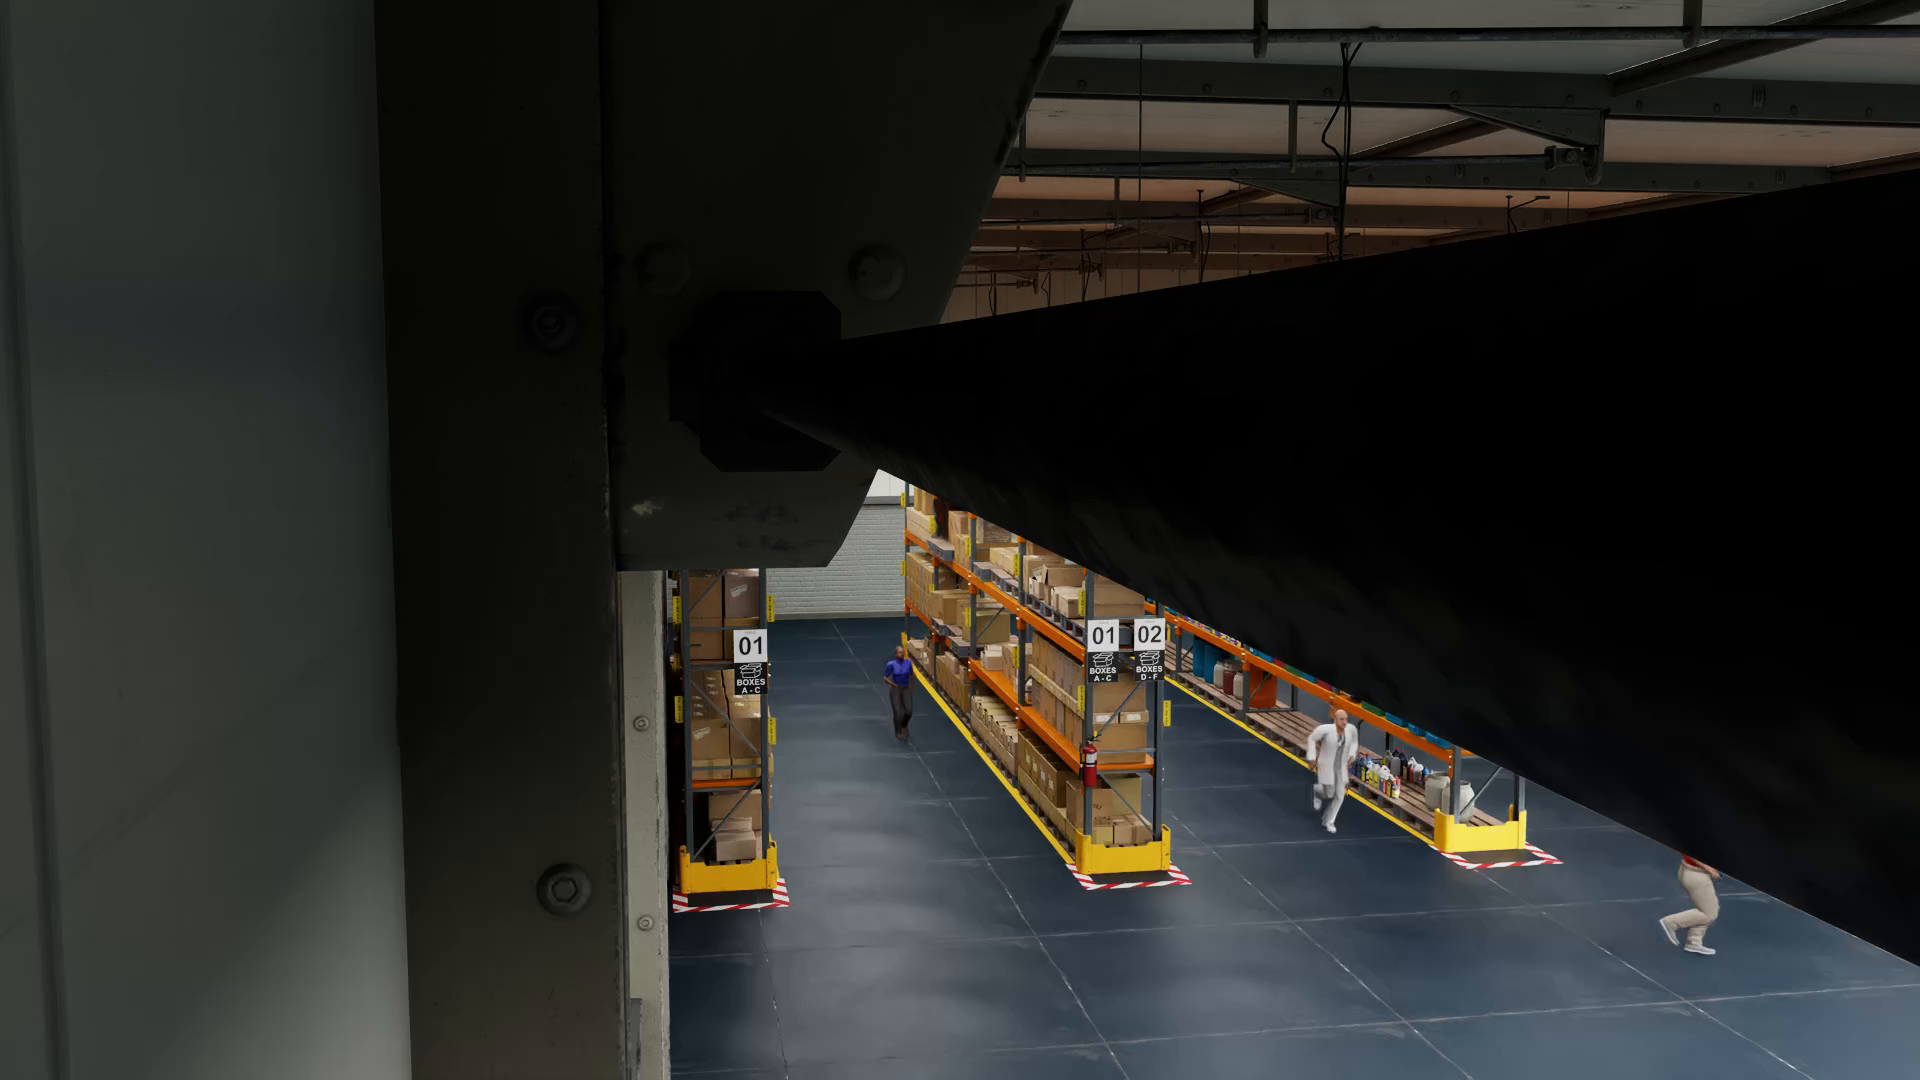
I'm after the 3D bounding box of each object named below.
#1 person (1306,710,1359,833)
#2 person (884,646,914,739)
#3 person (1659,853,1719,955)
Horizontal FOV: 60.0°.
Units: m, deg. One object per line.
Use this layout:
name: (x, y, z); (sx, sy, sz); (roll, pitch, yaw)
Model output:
person: (5.104, 3.129, 22.909); (0.706, 1.717, 0.805); (-2, 6, -16)
person: (-1.005, 2.604, 28.214); (0.575, 1.605, 0.561); (-2, 6, -15)
person: (7.880, 3.642, 17.946); (0.607, 1.704, 0.658); (1, 6, 9)
